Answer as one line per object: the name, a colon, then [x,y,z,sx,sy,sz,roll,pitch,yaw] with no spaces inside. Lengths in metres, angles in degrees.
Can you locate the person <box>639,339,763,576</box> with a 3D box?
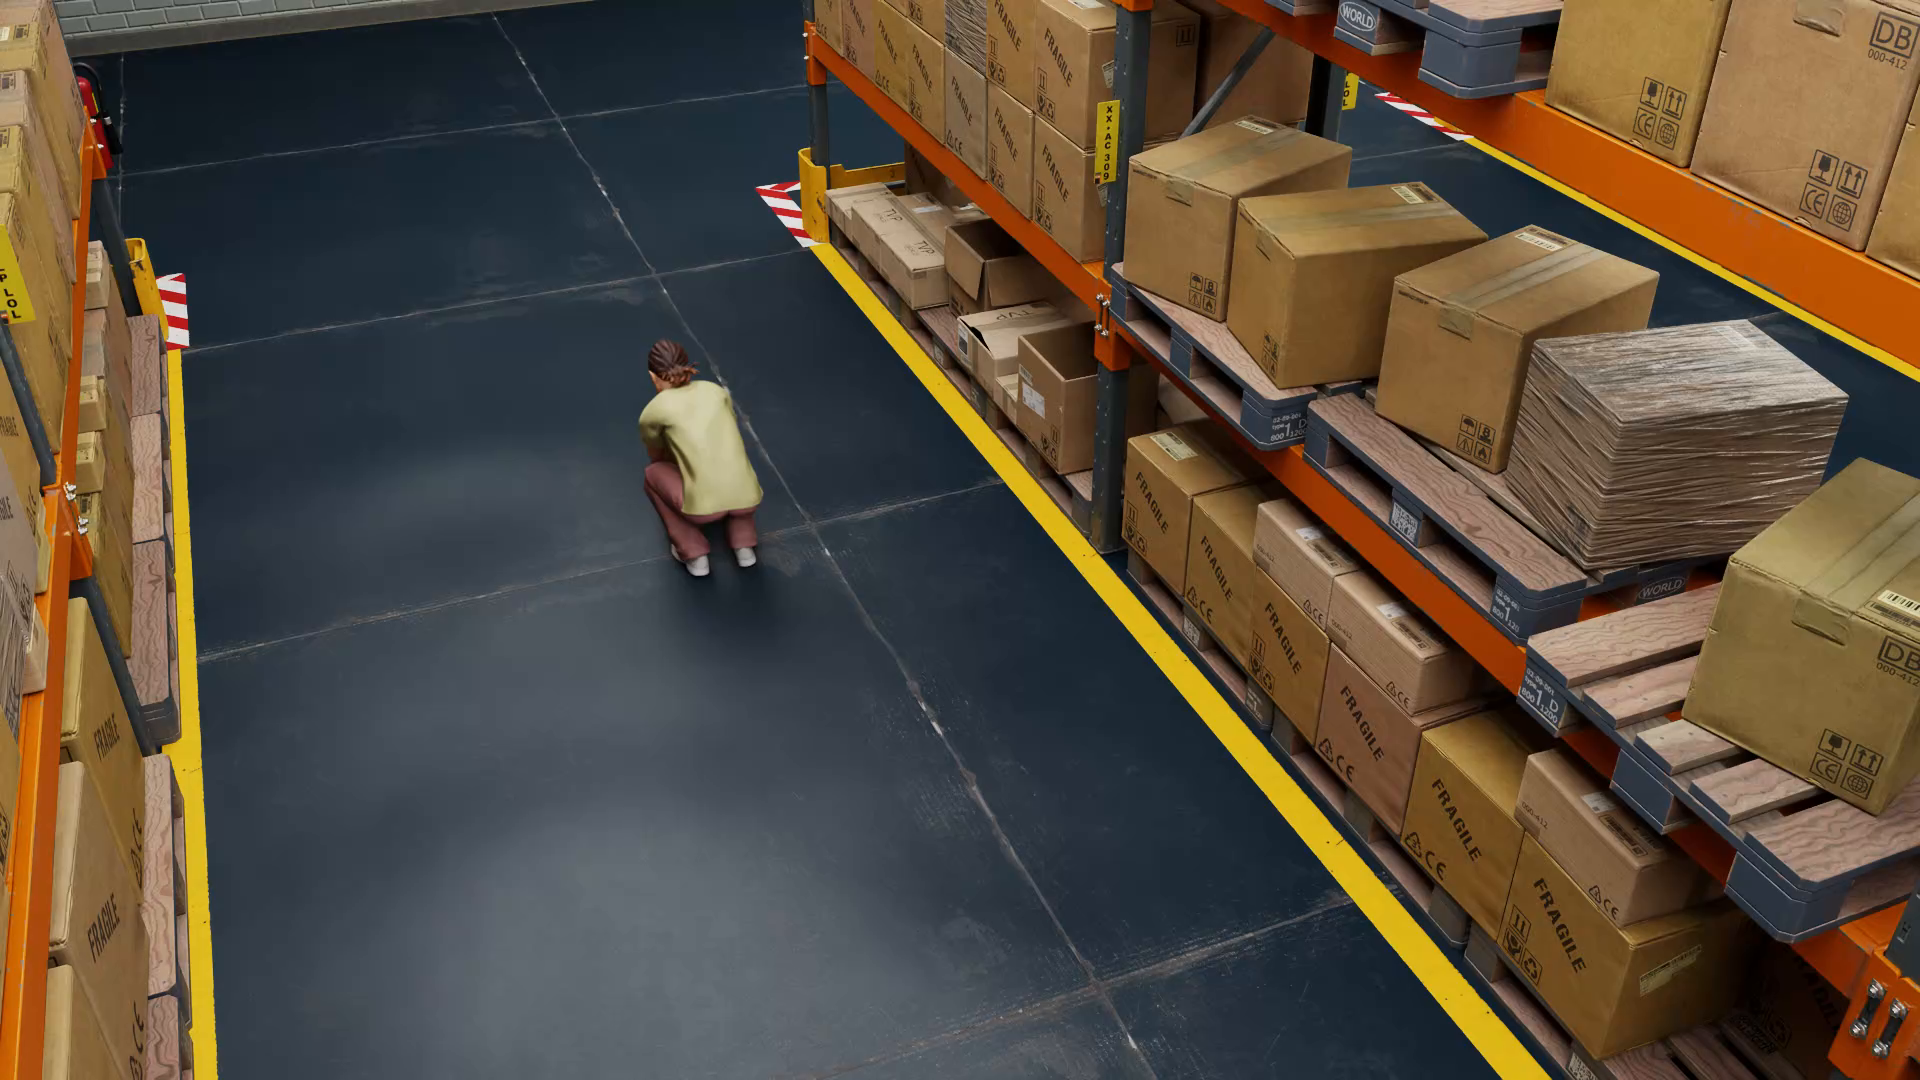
person: [-1.167,-0.386,7.396,0.473,0.940,0.803,-13,36,-19]
